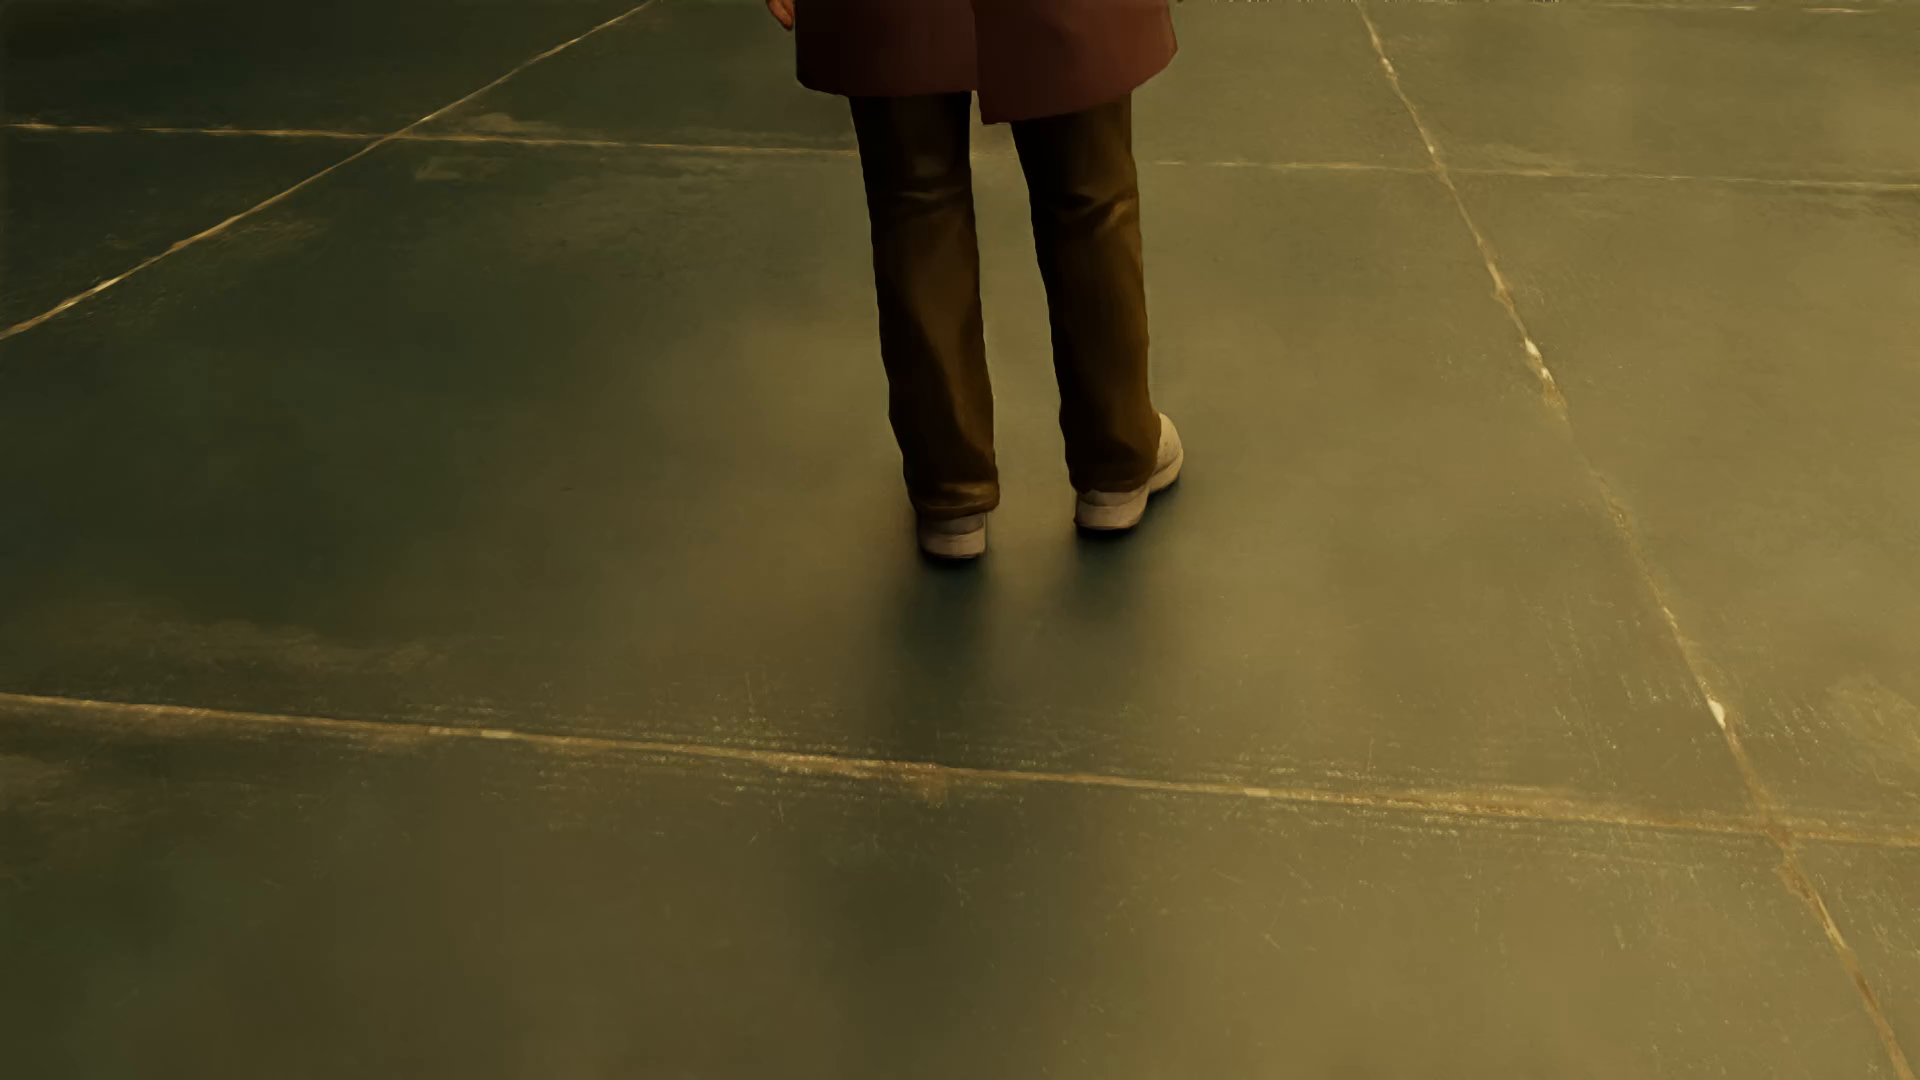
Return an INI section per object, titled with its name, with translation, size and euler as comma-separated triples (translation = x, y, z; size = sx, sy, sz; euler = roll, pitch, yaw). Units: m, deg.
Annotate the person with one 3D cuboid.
[person]
translation = 0.017, -0.842, 2.180
size = 0.694, 1.776, 0.580
euler = 3, 27, 7
